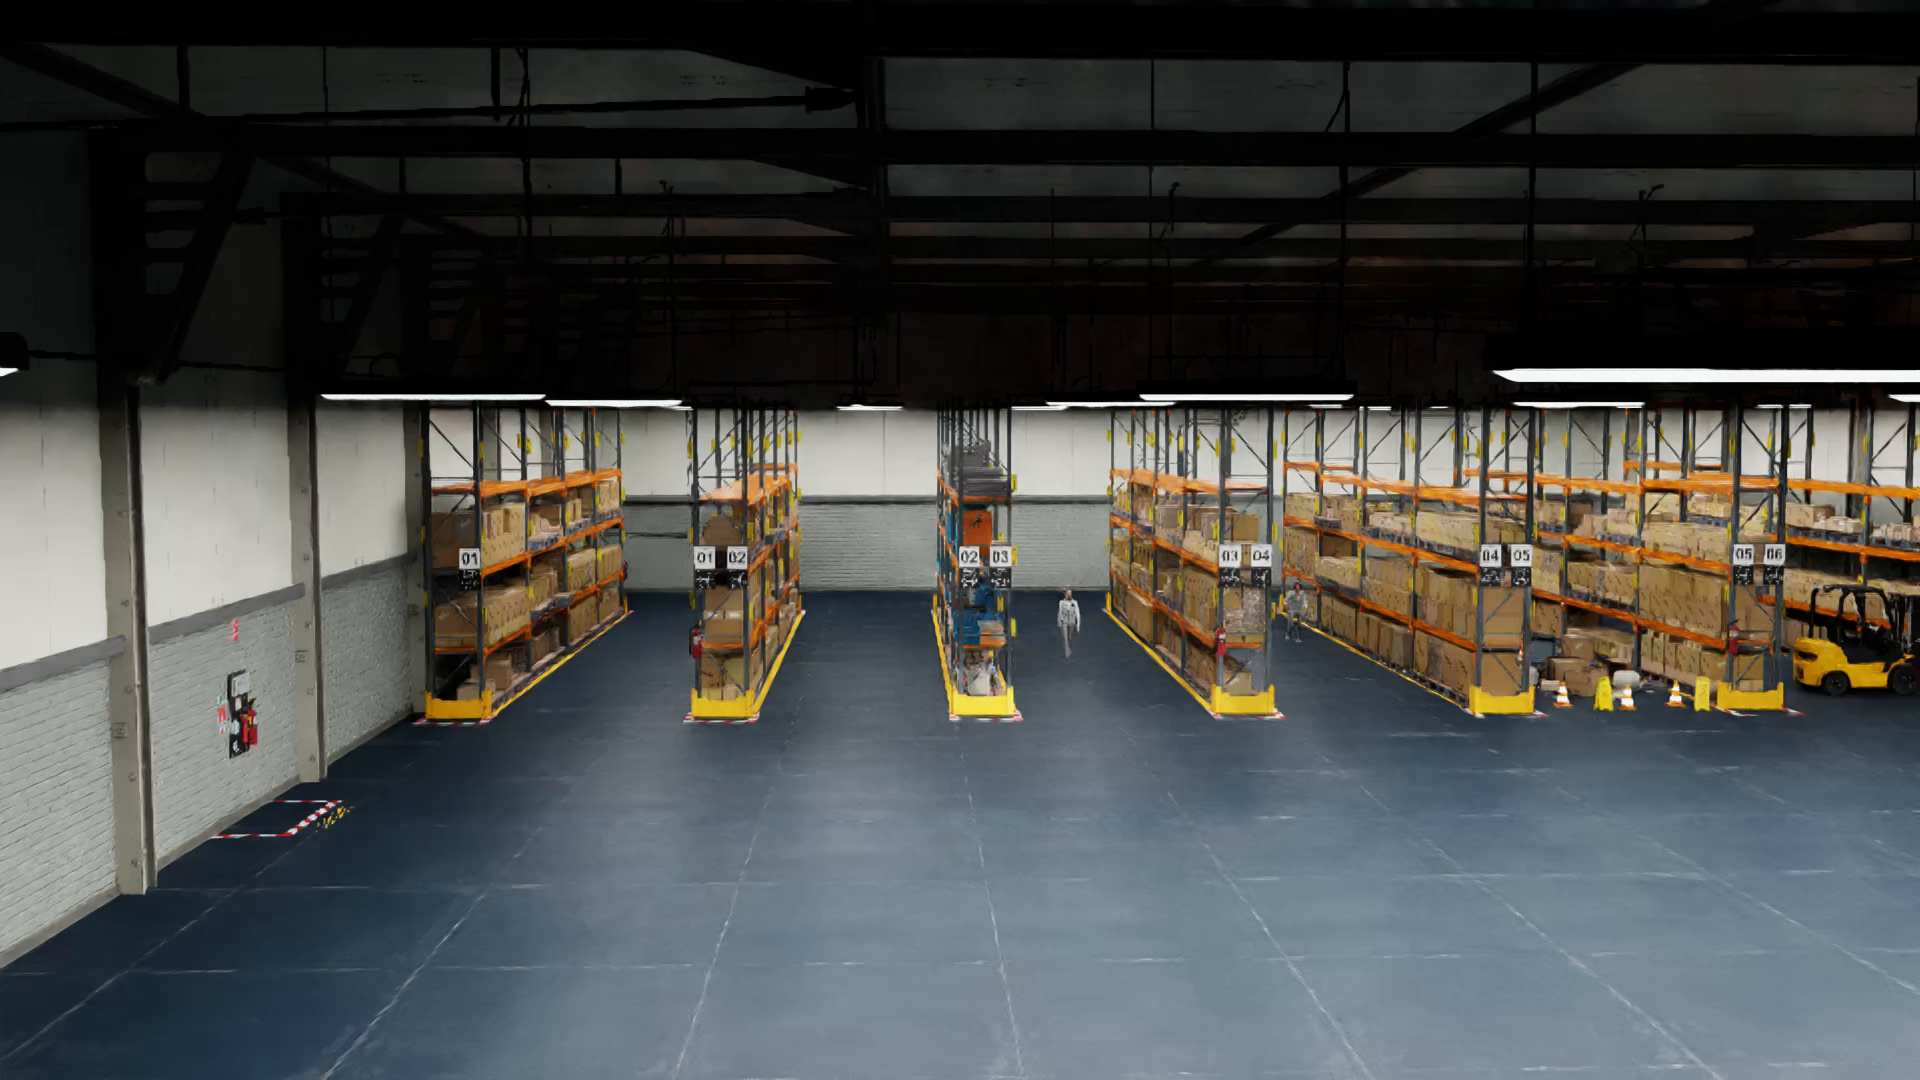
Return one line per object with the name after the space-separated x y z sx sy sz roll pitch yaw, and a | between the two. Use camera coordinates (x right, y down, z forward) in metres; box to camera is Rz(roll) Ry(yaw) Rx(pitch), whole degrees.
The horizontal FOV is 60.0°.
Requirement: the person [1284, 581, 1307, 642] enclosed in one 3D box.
8.305 1.777 41.222 0.566 1.541 0.519 0 4 -5 | person

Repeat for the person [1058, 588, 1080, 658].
2.540 1.910 38.750 0.480 1.625 0.997 0 4 -4 | person

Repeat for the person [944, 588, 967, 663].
-0.091 1.875 36.416 0.472 1.678 0.536 -1 4 -9 | person
